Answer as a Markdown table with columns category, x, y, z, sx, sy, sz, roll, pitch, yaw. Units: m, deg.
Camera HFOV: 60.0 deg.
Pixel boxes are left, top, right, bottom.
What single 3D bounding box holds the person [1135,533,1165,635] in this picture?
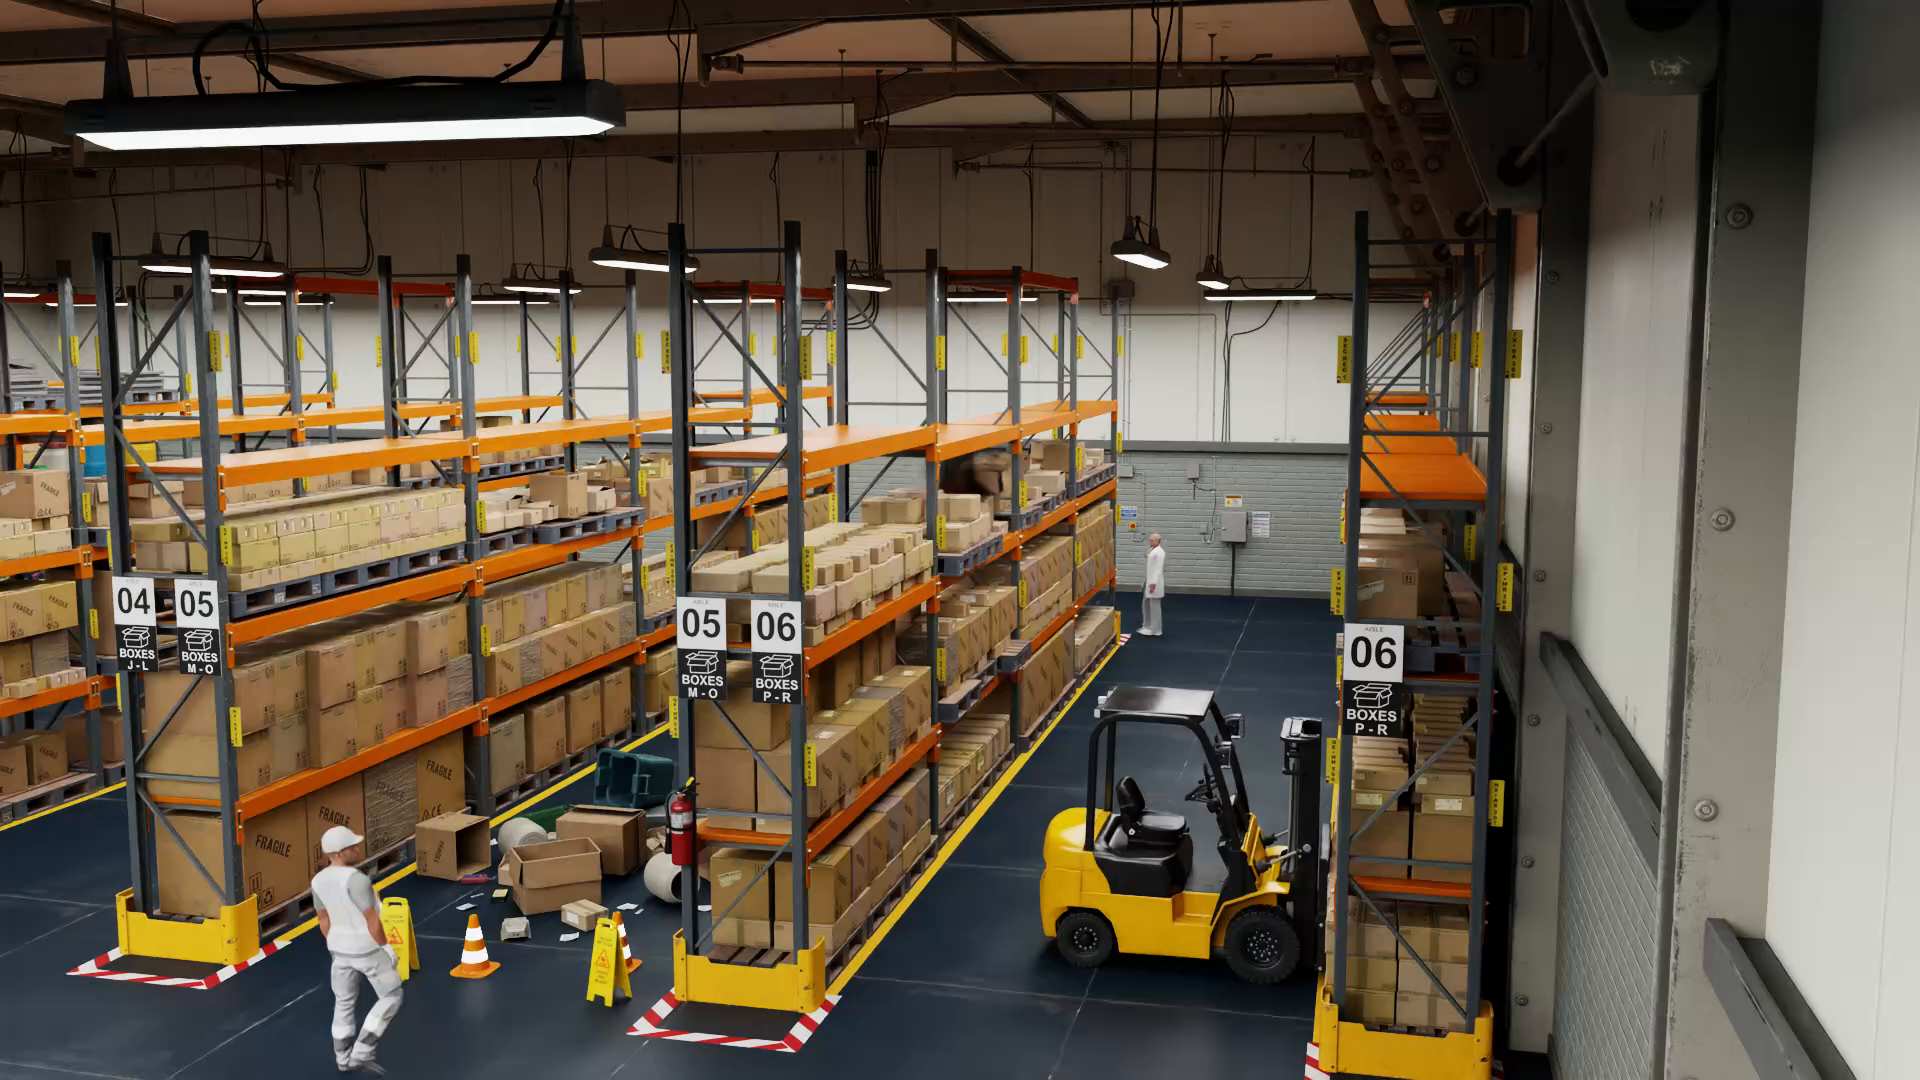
| category | x | y | z | sx | sy | sz | roll | pitch | yaw |
| --- | --- | --- | --- | --- | --- | --- | --- | --- | --- |
| person | 3.315 | 0.783 | 28.923 | 0.420 | 1.820 | 0.663 | -1 | 7 | -7 |

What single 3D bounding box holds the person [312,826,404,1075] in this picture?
| category | x | y | z | sx | sy | sz | roll | pitch | yaw |
| --- | --- | --- | --- | --- | --- | --- | --- | --- | --- |
| person | -4.215 | 2.866 | 11.578 | 0.651 | 1.786 | 0.447 | 3 | 7 | 21 |

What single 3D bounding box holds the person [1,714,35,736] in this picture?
| category | x | y | z | sx | sy | sz | roll | pitch | yaw |
| --- | --- | --- | --- | --- | --- | --- | --- | --- | --- |
| person | -11.484 | 1.883 | 20.203 | 0.485 | 1.672 | 0.591 | -7 | 10 | -44 |
